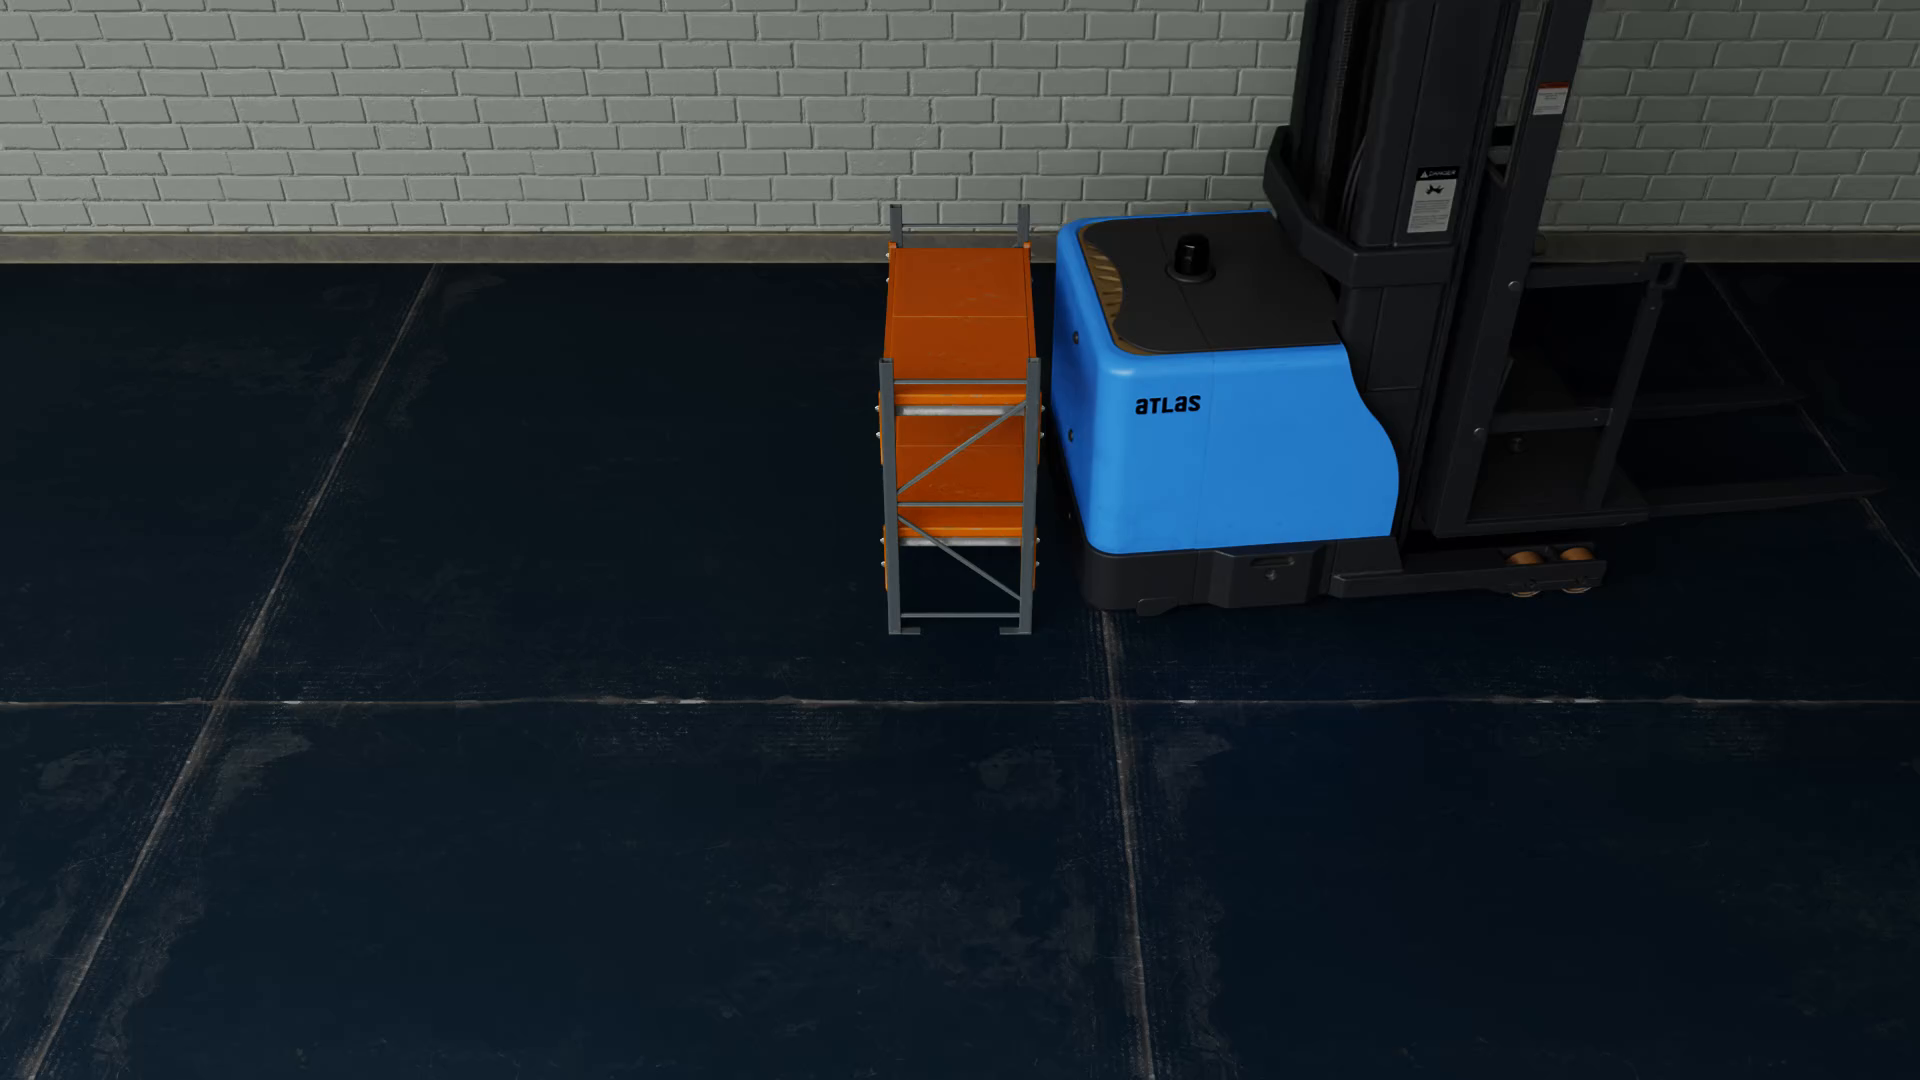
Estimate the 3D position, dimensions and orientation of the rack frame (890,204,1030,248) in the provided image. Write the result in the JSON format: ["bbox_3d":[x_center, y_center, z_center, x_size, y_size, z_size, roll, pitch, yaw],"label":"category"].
[{"bbox_3d":[-0.001,-0.753,6.290,0.500,1.125,0.032,0,39,0],"label":"rack frame"}]

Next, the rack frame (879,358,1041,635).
[{"bbox_3d":[0.001,-0.117,5.496,0.500,1.125,0.032,0,39,0],"label":"rack frame"}]

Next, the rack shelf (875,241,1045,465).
[{"bbox_3d":[0.000,-0.663,5.710,0.538,0.278,1.000,0,39,0],"label":"rack shelf"}]

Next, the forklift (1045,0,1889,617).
[{"bbox_3d":[1.887,-1.264,5.484,3.031,2.935,1.130,-4,39,-5],"label":"forklift"}]

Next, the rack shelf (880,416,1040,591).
[{"bbox_3d":[0.000,-0.244,6.046,0.538,0.278,1.000,0,39,0],"label":"rack shelf"}]

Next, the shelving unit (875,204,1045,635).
[{"bbox_3d":[0.000,-0.435,5.893,0.538,1.125,1.048,0,39,0],"label":"shelving unit"}]
